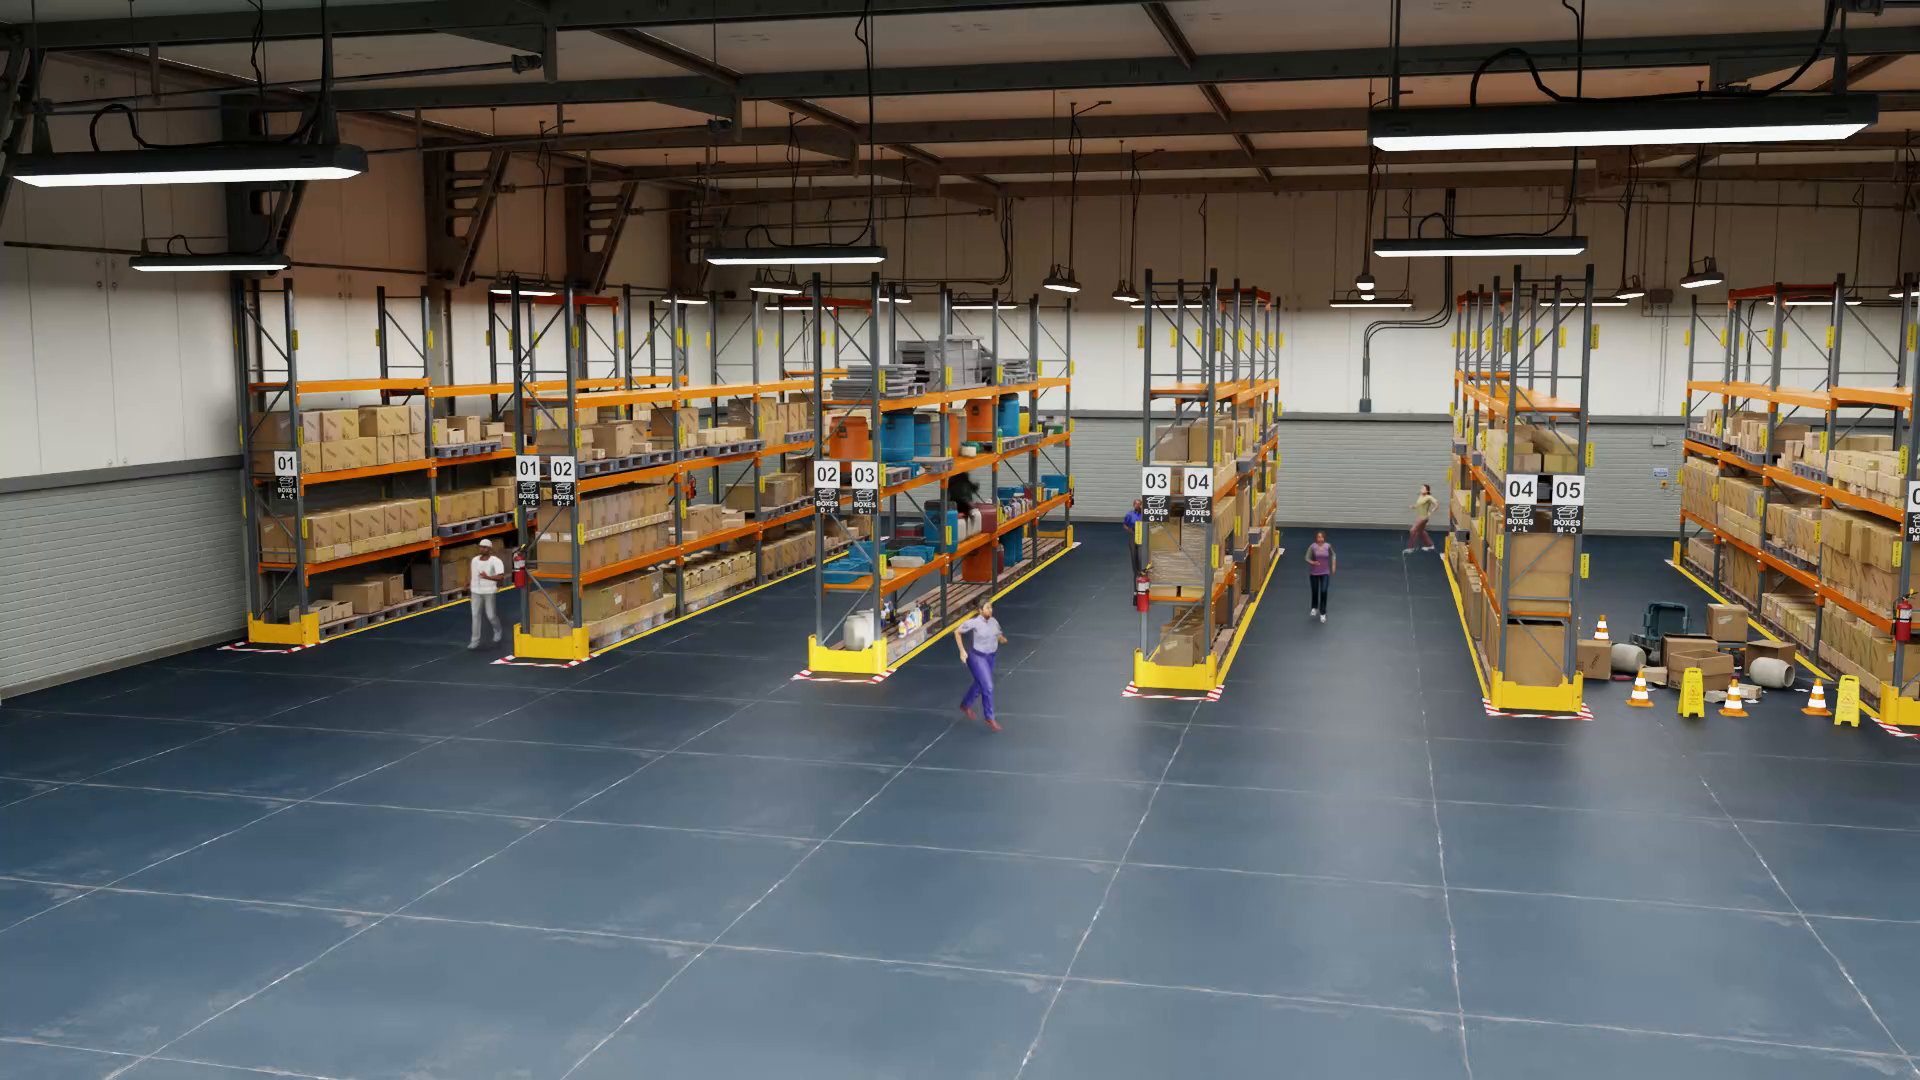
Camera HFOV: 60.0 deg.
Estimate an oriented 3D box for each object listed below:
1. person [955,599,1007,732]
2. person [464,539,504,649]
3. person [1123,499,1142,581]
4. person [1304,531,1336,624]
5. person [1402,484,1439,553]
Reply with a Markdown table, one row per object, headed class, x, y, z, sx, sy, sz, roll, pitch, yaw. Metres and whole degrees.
| class | x | y | z | sx | sy | sz | roll | pitch | yaw |
| --- | --- | --- | --- | --- | --- | --- | --- | --- | --- |
| person | 0.271 | 1.603 | 21.608 | 0.855 | 1.676 | 0.580 | 6 | 9 | 41 |
| person | -7.780 | 0.861 | 27.097 | 0.709 | 1.736 | 0.936 | 1 | 7 | 10 |
| person | 3.440 | 0.078 | 32.294 | 0.566 | 1.748 | 0.713 | 1 | 7 | 11 |
| person | 6.442 | 0.647 | 29.782 | 0.558 | 1.650 | 0.727 | 1 | 7 | 8 |
| person | 10.897 | -0.496 | 39.188 | 0.806 | 1.658 | 0.622 | -1 | 7 | -11 |
